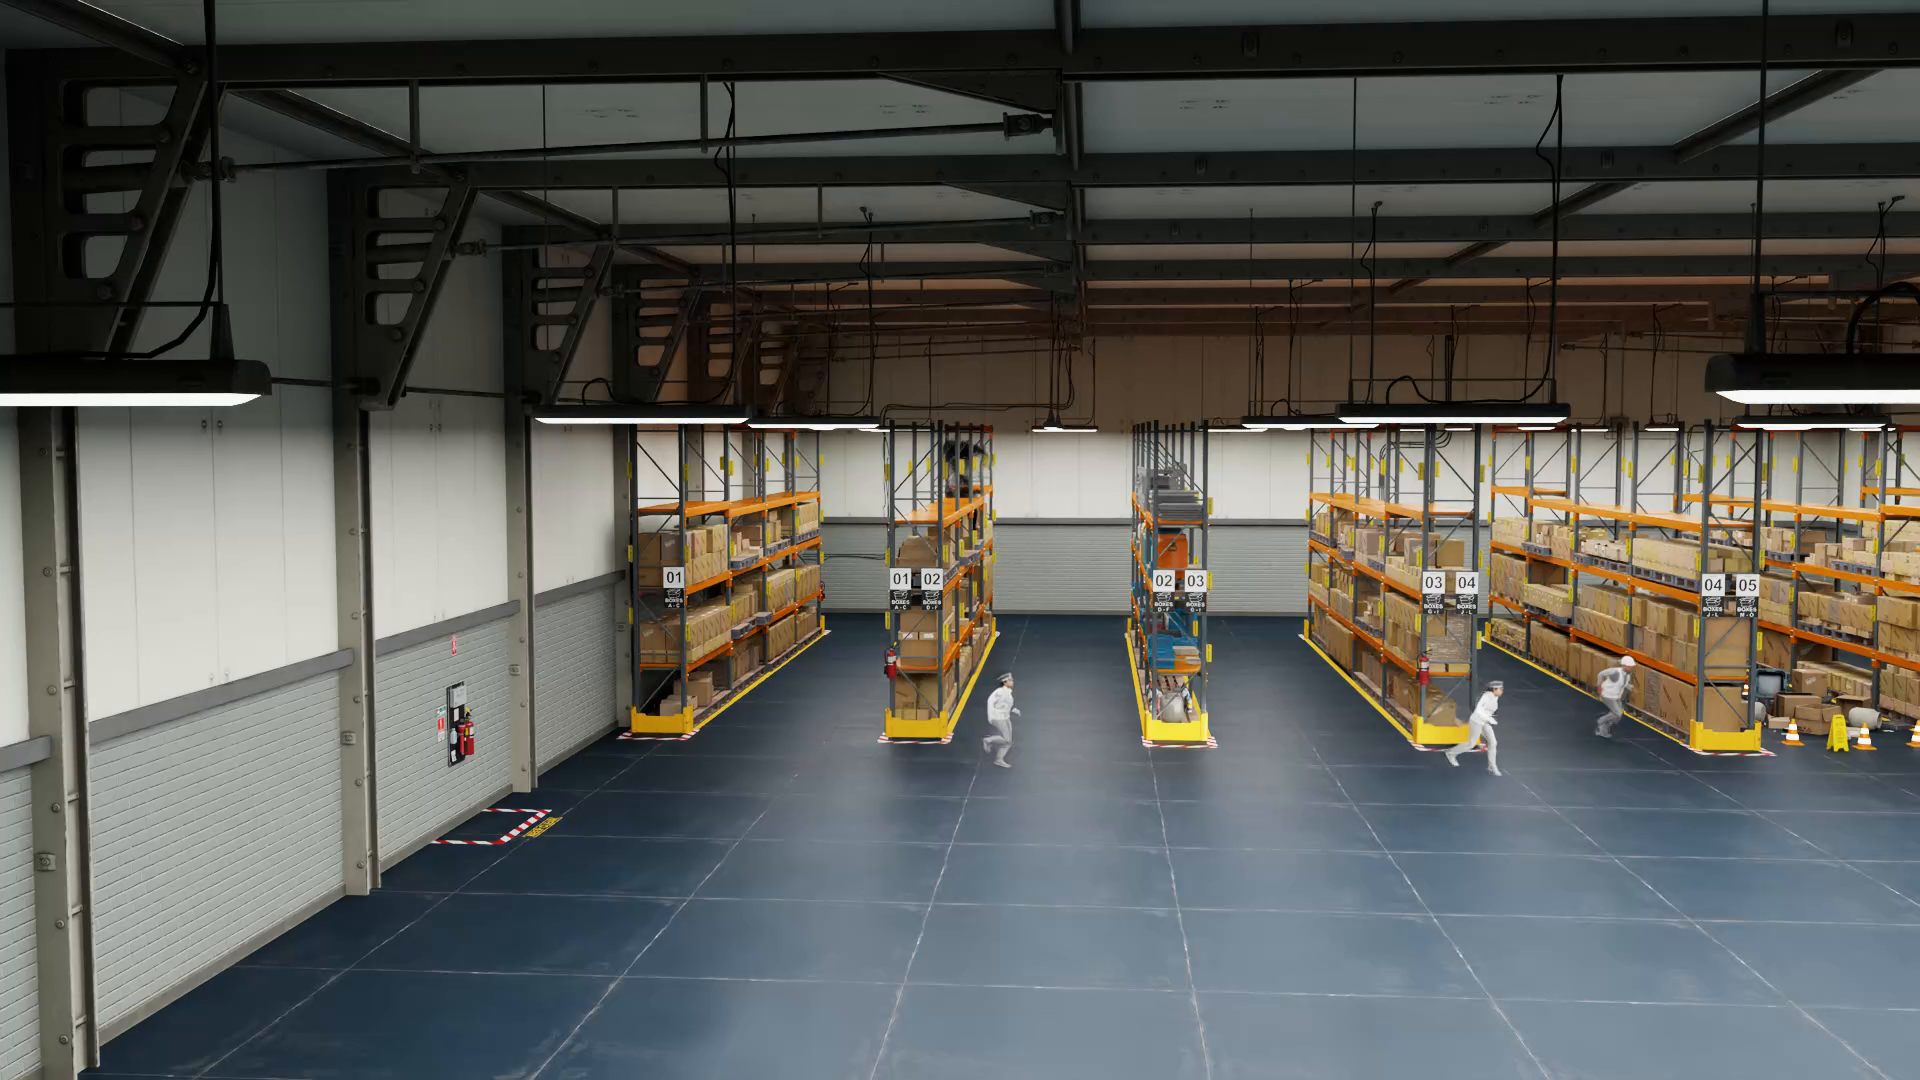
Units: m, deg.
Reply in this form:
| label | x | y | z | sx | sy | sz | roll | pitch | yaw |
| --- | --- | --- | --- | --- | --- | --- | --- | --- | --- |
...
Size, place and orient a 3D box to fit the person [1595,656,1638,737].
| label | x | y | z | sx | sy | sz | roll | pitch | yaw |
| --- | --- | --- | --- | --- | --- | --- | --- | --- | --- |
| person | 12.281 | 2.950 | 31.208 | 0.684 | 1.598 | 0.854 | -2 | 4 | -31 |

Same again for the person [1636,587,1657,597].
| label | x | y | z | sx | sy | sz | roll | pitch | yaw |
| --- | --- | --- | --- | --- | --- | --- | --- | --- | --- |
| person | 19.441 | 1.837 | 47.260 | 0.994 | 1.789 | 0.667 | 0 | 4 | 2 |

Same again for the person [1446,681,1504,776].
| label | x | y | z | sx | sy | sz | roll | pitch | yaw |
| --- | --- | --- | --- | --- | --- | --- | --- | --- | --- |
| person | 8.759 | 3.162 | 28.209 | 0.940 | 1.627 | 0.655 | 2 | 4 | 33 |

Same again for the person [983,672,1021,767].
| label | x | y | z | sx | sy | sz | roll | pitch | yaw |
| --- | --- | --- | --- | --- | --- | --- | --- | --- | --- |
| person | 0.720 | 3.102 | 28.736 | 0.644 | 1.650 | 0.653 | 2 | 4 | 26 |
